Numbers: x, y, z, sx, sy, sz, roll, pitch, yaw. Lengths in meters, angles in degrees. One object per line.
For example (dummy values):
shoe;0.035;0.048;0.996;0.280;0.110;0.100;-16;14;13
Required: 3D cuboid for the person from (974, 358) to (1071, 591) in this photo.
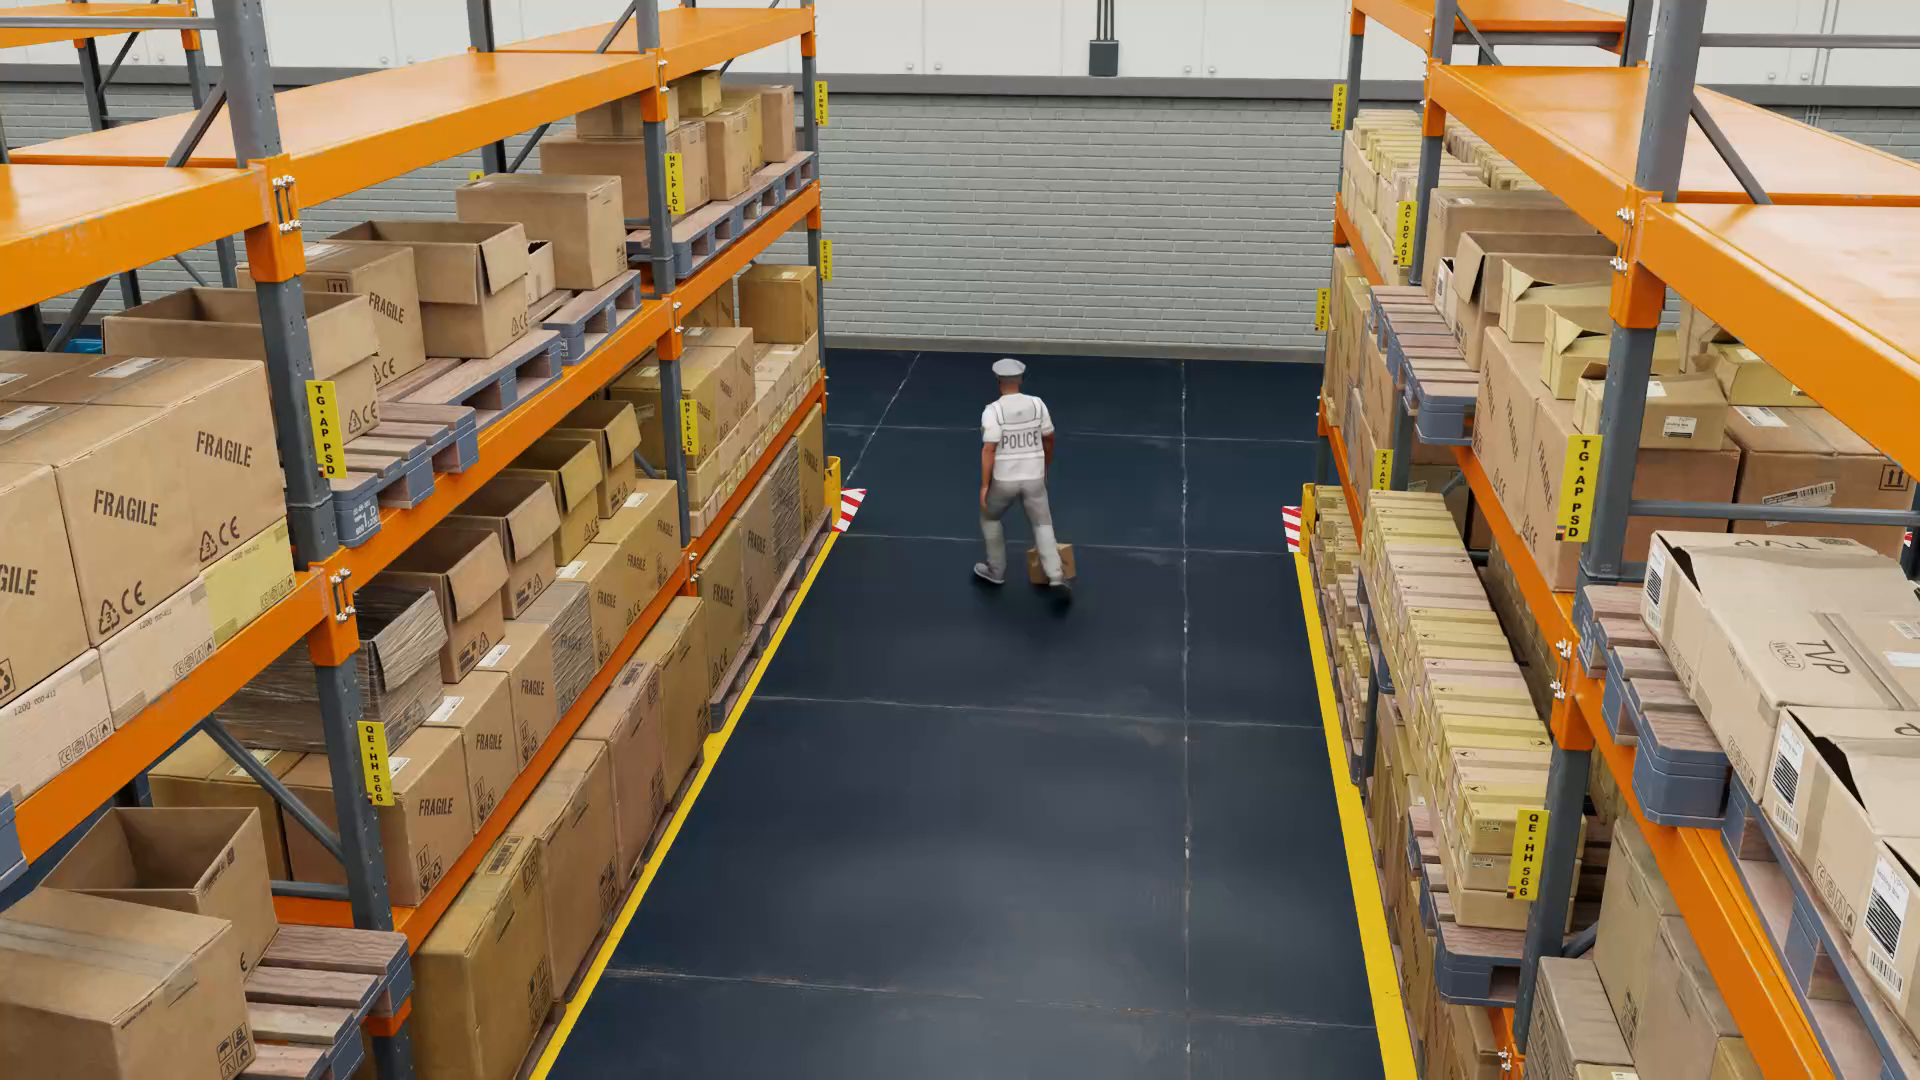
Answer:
person;0.456;-0.430;12.193;0.637;1.699;0.836;-6;22;-15
